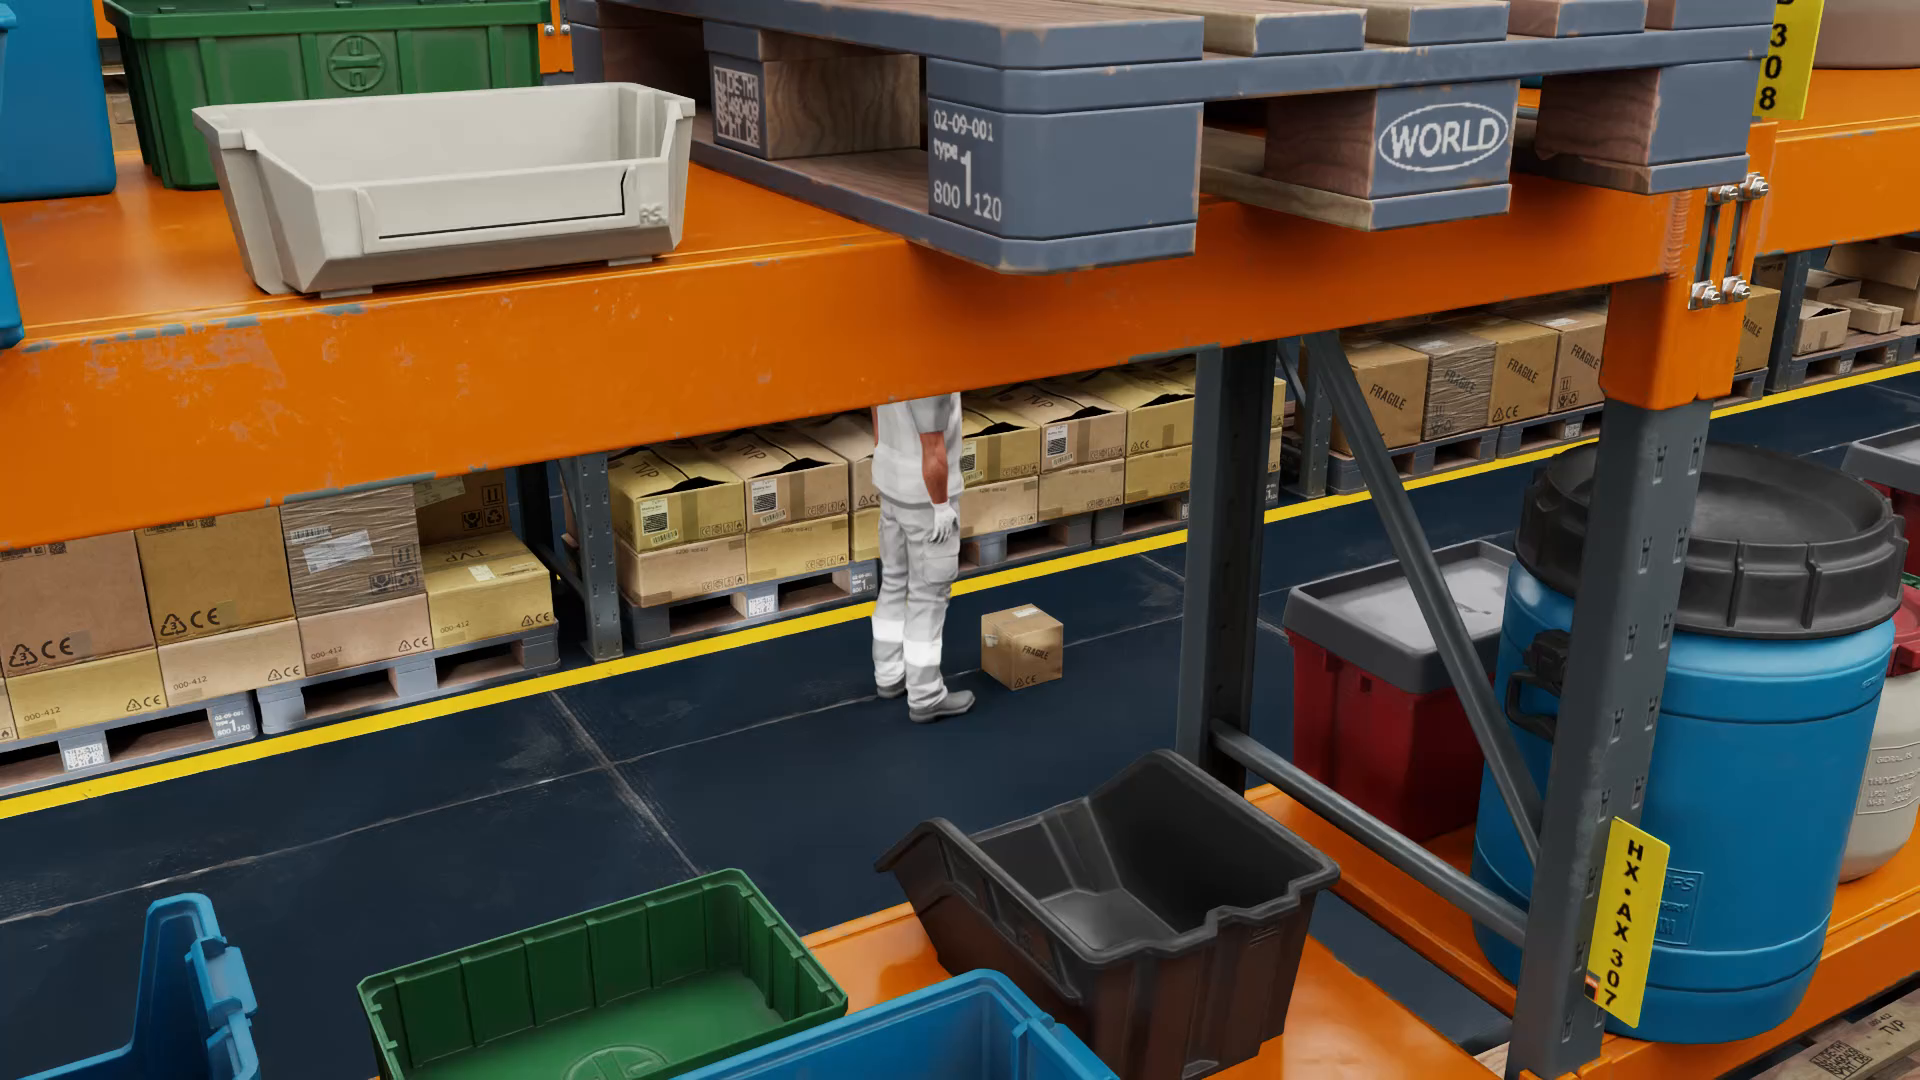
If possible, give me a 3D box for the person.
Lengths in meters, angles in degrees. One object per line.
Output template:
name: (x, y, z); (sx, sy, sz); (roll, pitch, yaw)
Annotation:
person: (-0.161, -0.179, 6.504); (0.341, 1.789, 0.526); (-12, 24, -27)
